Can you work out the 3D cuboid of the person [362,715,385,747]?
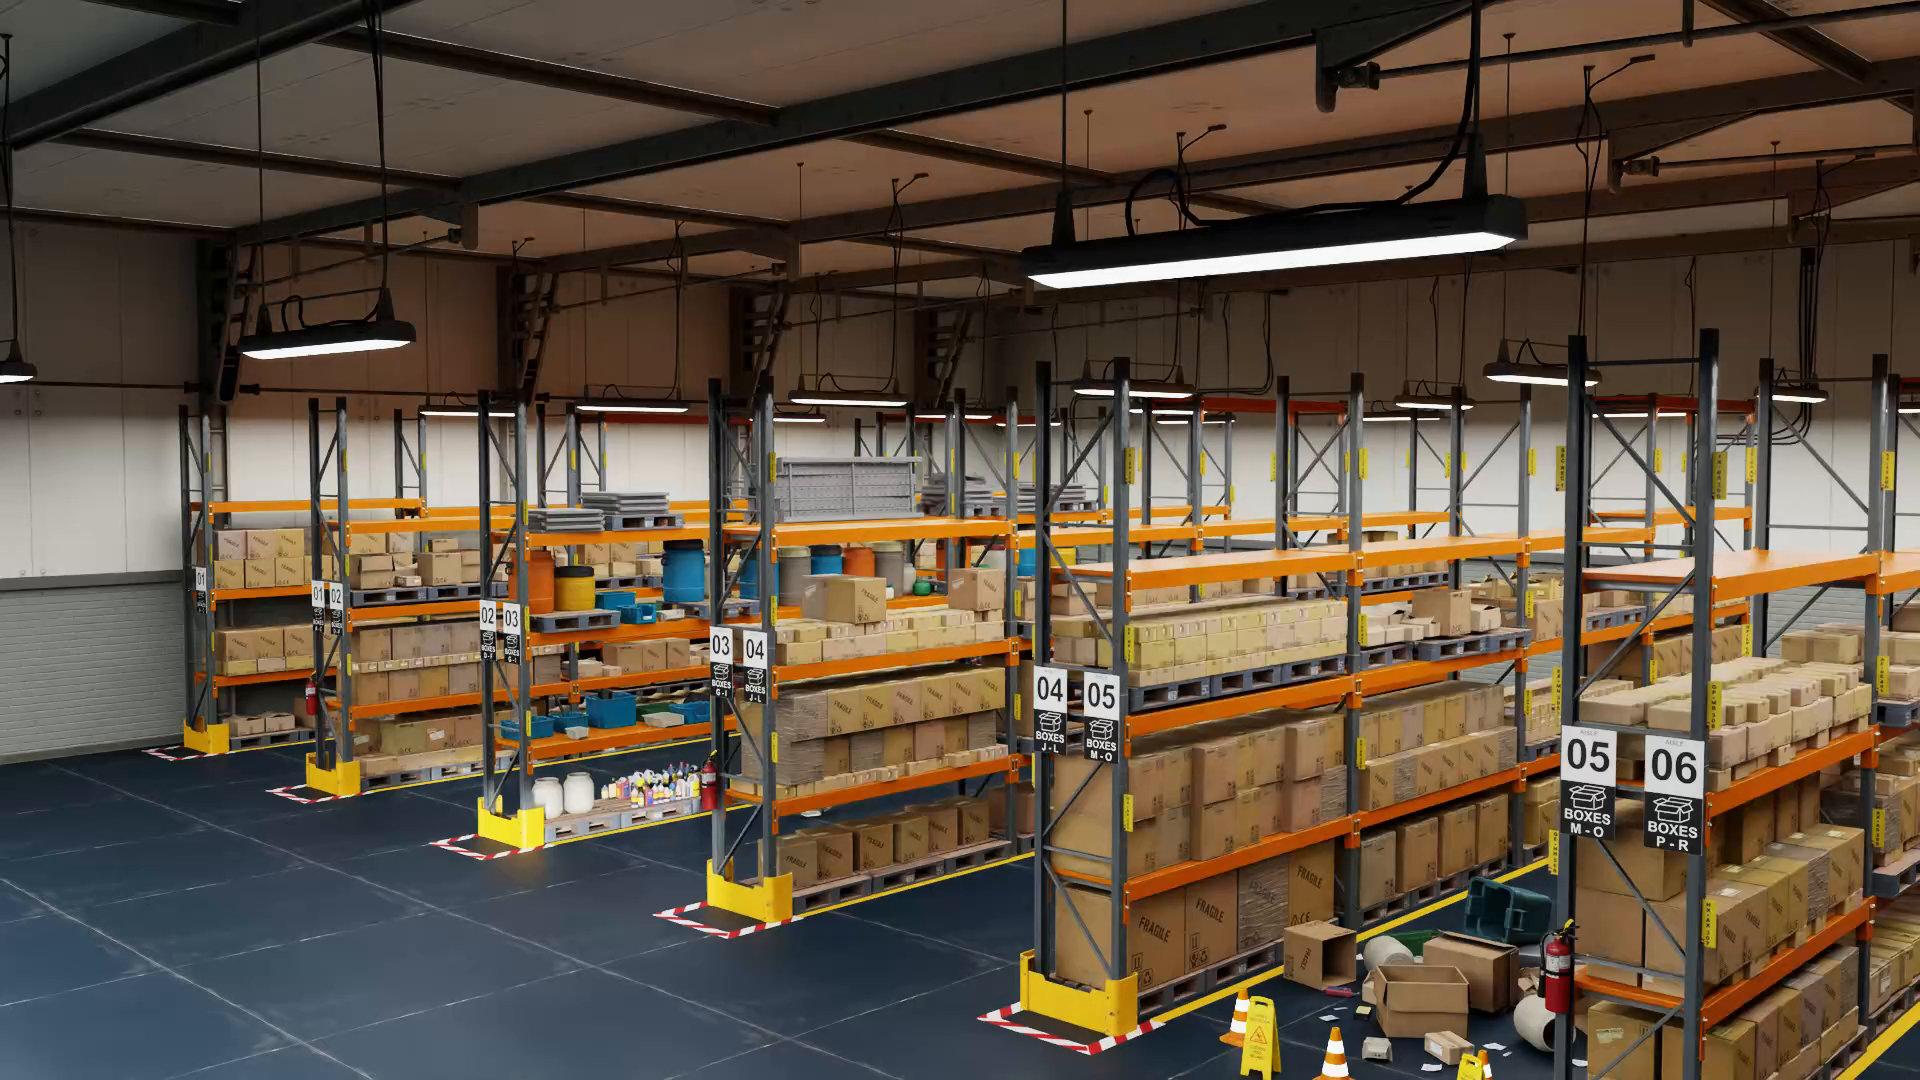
[{"bbox_3d":[-9.941,2.889,28.095,0.341,1.760,0.560,2,4,39],"label":"person"}]

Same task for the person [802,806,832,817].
[{"bbox_3d":[-2.018,3.105,23.631,0.366,1.603,0.478,1,3,20],"label":"person"}]
